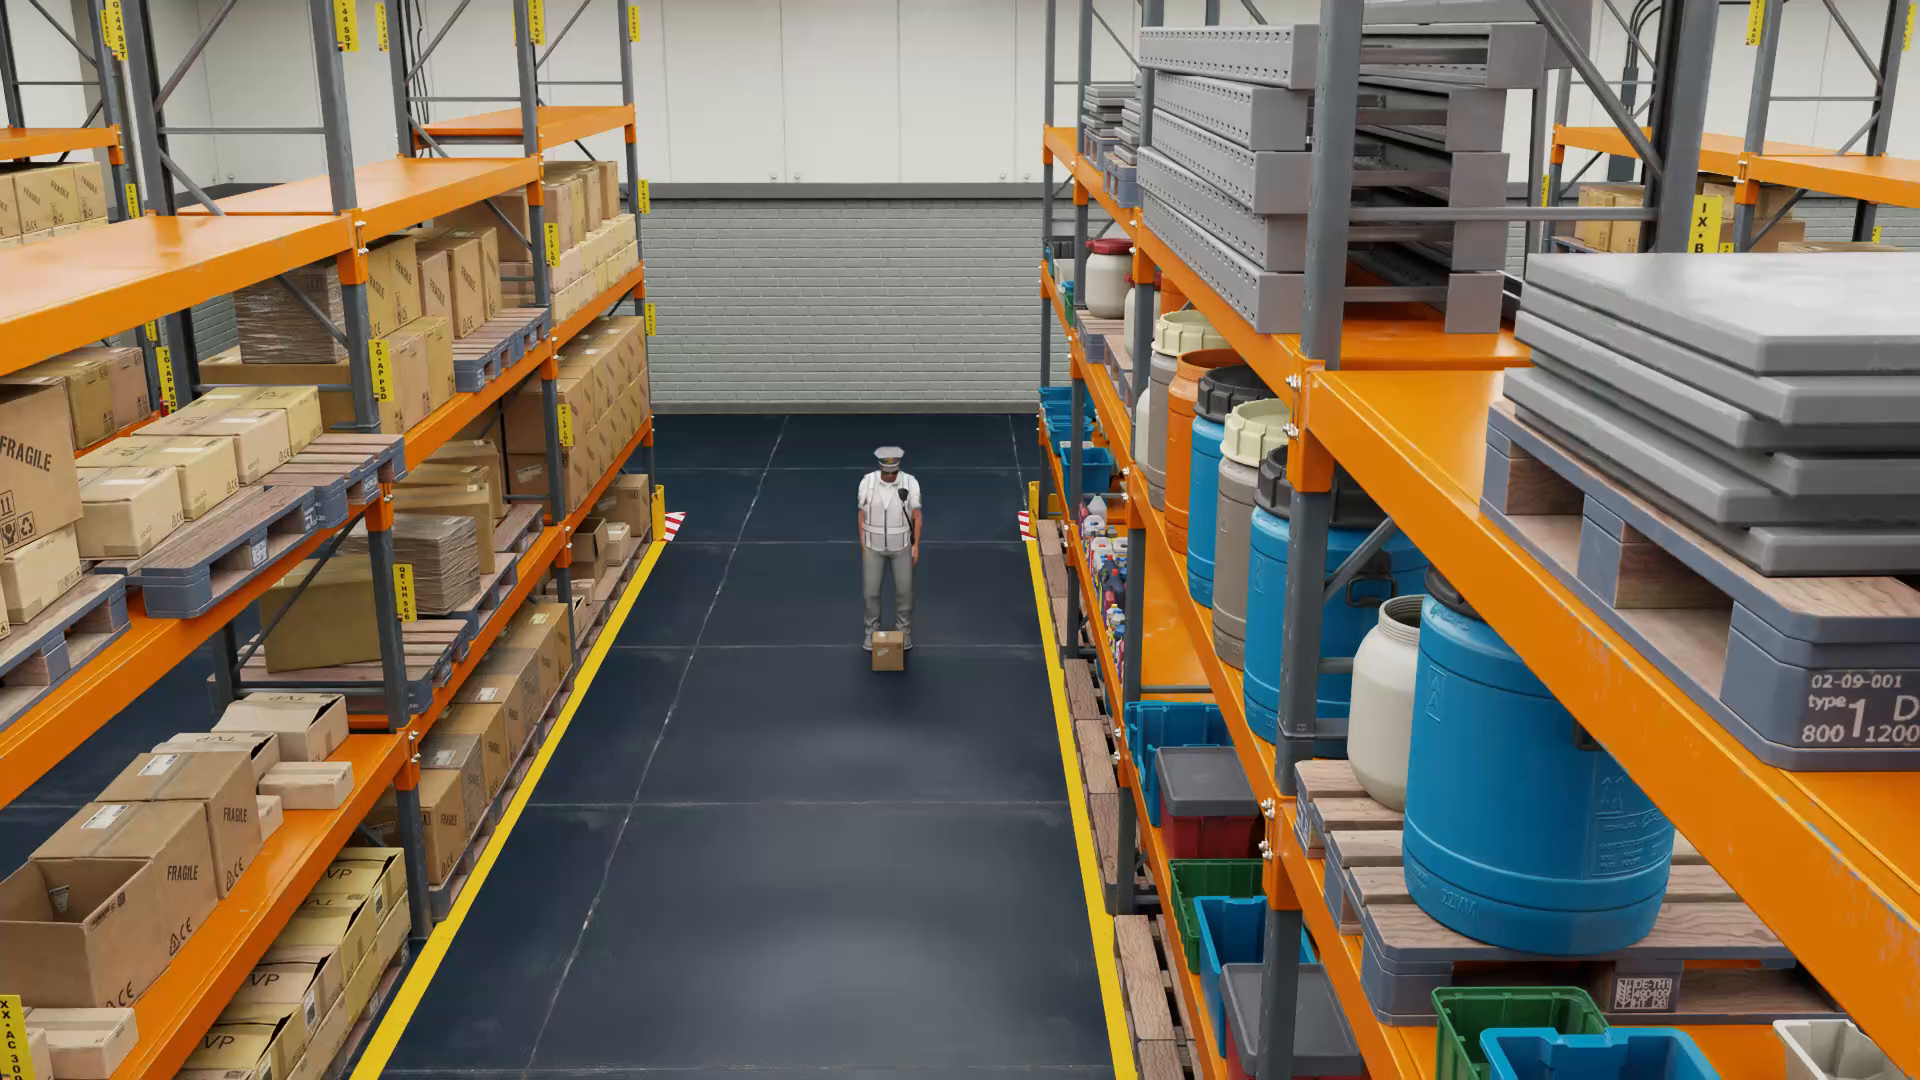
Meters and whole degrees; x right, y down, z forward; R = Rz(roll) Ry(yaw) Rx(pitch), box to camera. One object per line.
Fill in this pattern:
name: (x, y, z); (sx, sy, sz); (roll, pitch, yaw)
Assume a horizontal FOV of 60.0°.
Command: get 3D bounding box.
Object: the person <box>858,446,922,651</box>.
person: (-0.581, 0.060, 13.889); (0.538, 1.731, 0.394); (0, 17, 0)
